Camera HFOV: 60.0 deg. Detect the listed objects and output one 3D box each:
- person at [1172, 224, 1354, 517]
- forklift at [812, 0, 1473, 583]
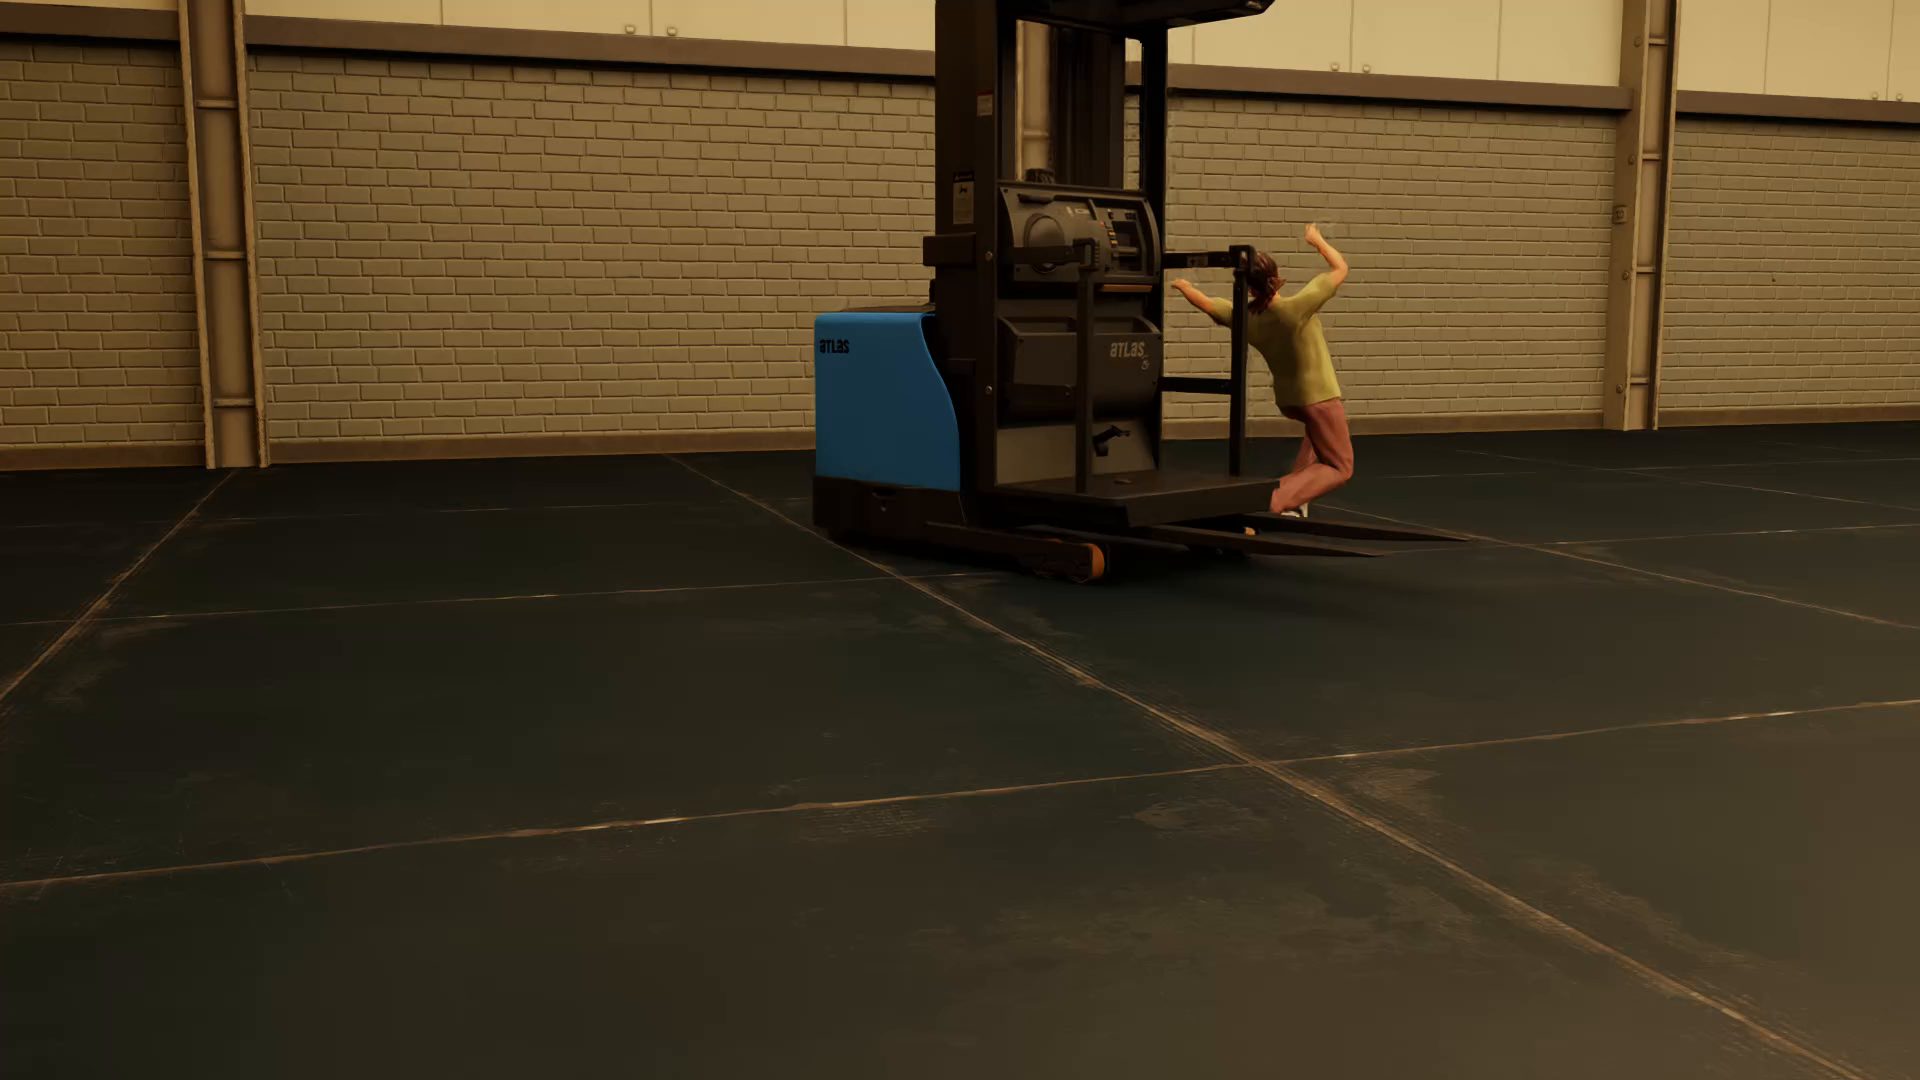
[{"bbox_3d":[1.608,-0.835,8.510,0.801,1.530,0.992,-5,9,-32],"label":"person"},{"bbox_3d":[0.672,-1.356,7.014,1.130,2.935,3.031,-7,11,-43],"label":"forklift"}]
